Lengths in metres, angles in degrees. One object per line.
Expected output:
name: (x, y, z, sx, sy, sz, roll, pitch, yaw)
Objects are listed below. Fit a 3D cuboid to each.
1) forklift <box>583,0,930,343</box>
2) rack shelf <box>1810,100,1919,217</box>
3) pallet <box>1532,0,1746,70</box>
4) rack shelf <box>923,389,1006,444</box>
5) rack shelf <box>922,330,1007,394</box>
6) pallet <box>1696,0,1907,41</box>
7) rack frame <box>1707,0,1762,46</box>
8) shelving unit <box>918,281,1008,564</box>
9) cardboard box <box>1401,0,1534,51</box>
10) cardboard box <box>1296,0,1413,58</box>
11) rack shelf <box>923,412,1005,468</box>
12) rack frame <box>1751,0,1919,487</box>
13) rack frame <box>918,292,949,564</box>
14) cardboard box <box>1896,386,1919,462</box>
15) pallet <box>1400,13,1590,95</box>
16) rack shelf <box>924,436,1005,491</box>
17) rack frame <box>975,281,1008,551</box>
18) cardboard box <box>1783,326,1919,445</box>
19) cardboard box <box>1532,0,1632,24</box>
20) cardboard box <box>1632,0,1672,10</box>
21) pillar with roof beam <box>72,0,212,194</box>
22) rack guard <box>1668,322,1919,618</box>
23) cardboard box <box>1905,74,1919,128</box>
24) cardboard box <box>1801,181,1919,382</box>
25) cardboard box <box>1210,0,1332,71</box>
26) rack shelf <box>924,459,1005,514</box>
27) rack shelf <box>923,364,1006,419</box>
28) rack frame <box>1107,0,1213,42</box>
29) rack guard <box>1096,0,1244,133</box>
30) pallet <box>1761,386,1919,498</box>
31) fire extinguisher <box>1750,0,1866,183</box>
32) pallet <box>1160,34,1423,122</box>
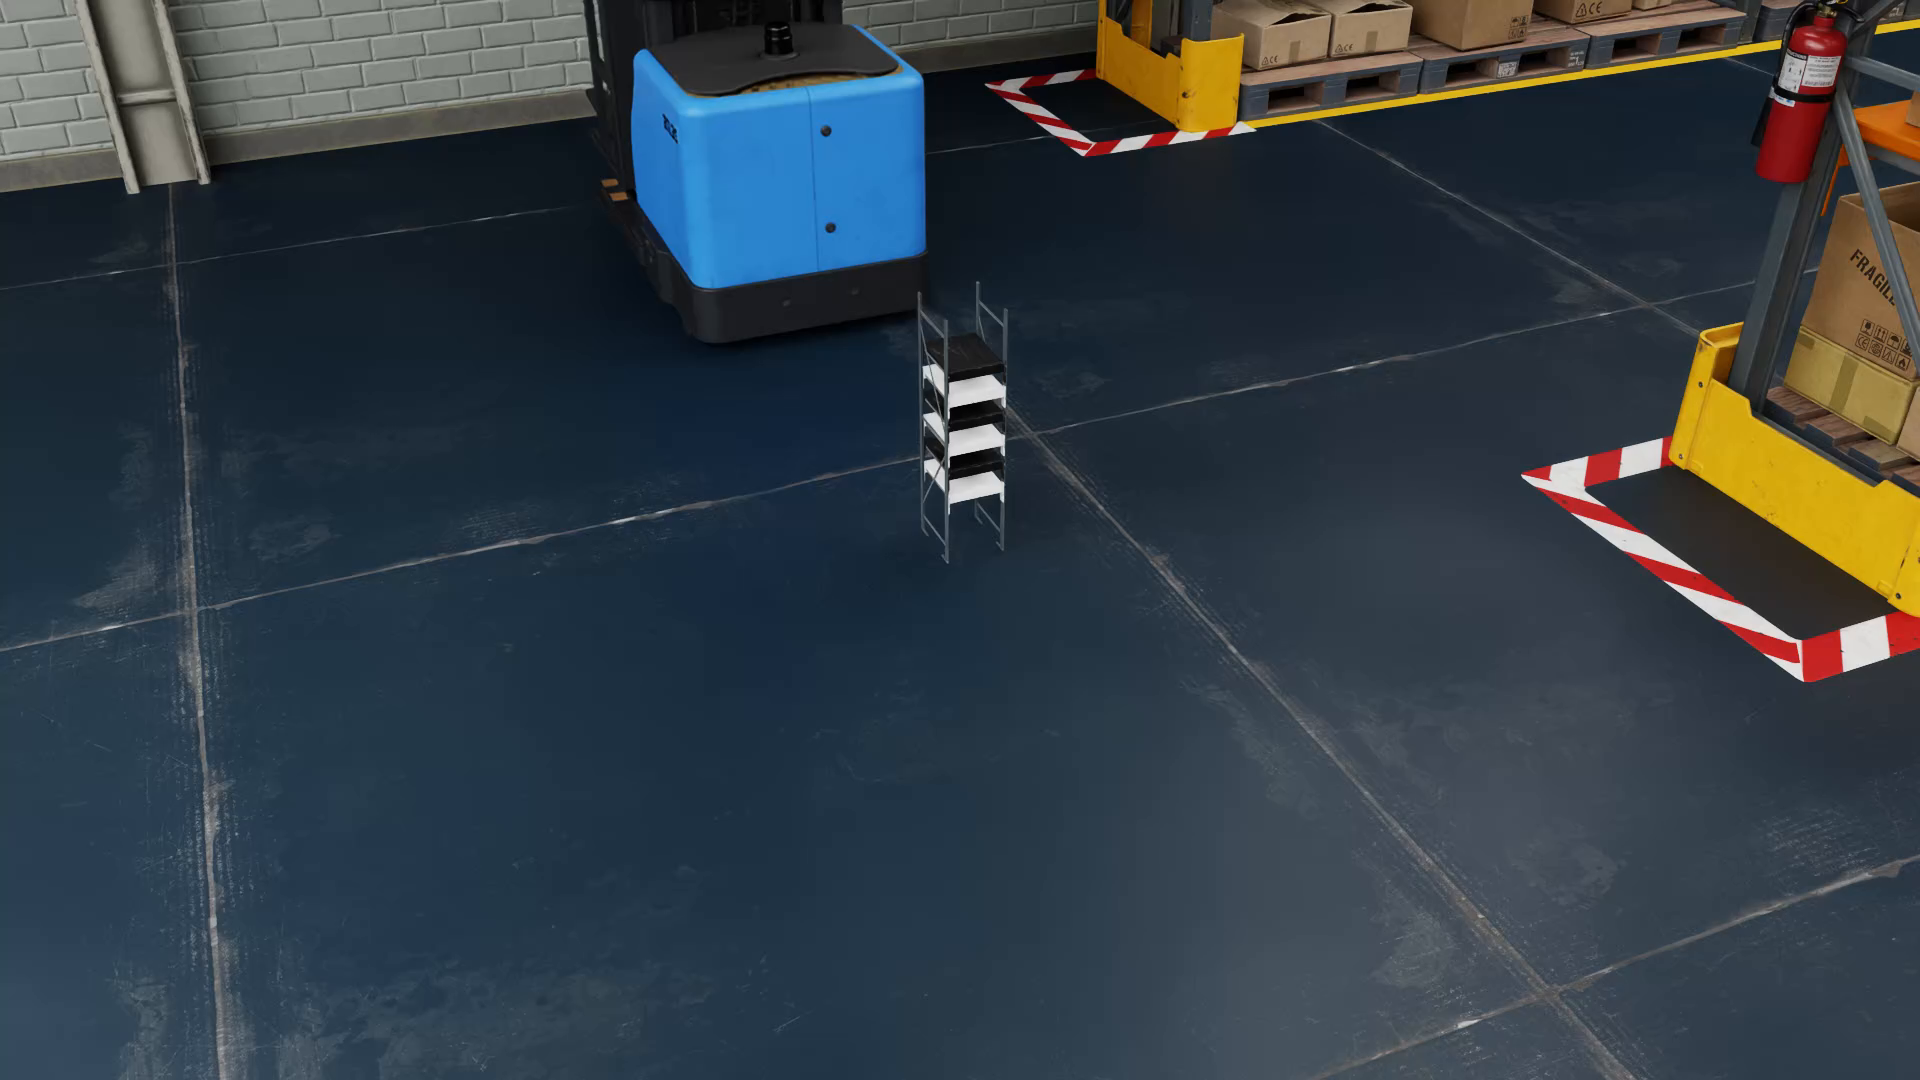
forklift: (-1.163, -2.833, 7.417, 1.130, 2.935, 3.031, -13, 35, -19)
rack shelf: (4.882, -1.449, 5.886, 4.000, 0.370, 1.077, -13, 35, -19)
pallet: (4.199, -3.335, 10.681, 1.213, 0.211, 1.003, -13, 35, -19)
rack shelf: (0.007, -0.426, 5.476, 0.200, 0.077, 0.258, -13, 35, -19)
rack shelf: (0.008, -0.577, 5.378, 0.200, 0.077, 0.258, -13, 35, -19)
pallet: (5.522, -3.659, 11.180, 1.213, 0.211, 1.003, -13, 35, -19)
rack frame: (4.805, -4.663, 10.166, 0.127, 3.000, 1.000, -13, 35, -19)
shelving unit: (0.007, -0.379, 5.507, 0.210, 0.900, 0.258, -13, 35, -19)
cardboard box: (3.011, -3.306, 9.969, 0.500, 0.500, 0.700, -15, 36, -22)
cardboard box: (2.315, -3.097, 9.821, 0.500, 0.311, 0.500, -10, 34, -15)
rack shelf: (0.007, -0.351, 5.525, 0.200, 0.077, 0.258, -13, 35, -19)
rack frame: (3.036, -1.330, 5.043, 0.053, 2.616, 0.949, -13, 35, -19)
rack frame: (-0.086, -0.357, 5.474, 0.006, 0.900, 0.240, -13, 35, -19)
cardboard box: (3.618, -0.353, 5.678, 0.500, 0.250, 0.500, -13, 35, -19)
pallet: (3.072, -3.075, 10.282, 1.213, 0.211, 1.003, -13, 35, -19)
rack shelf: (0.007, -0.276, 5.574, 0.200, 0.077, 0.258, -13, 35, -19)
rack frame: (0.101, -0.400, 5.540, 0.006, 0.900, 0.240, -13, 35, -19)
cardboard box: (3.418, -0.614, 6.079, 0.500, 0.250, 0.500, -13, 35, -19)
cardboard box: (3.863, -3.560, 10.360, 0.500, 0.500, 0.500, -16, 36, -22)
cardboard box: (4.323, -3.532, 10.622, 0.250, 0.166, 0.380, -18, 37, -25)
pillar with roof beam: (-2.439, -3.484, 2.854, 0.400, 9.000, 9.100, -13, 35, -19)
rack guard: (3.015, -0.275, 5.715, 0.348, 0.500, 1.175, -13, 35, -19)
cardboard box: (3.473, -1.462, 5.155, 0.500, 0.500, 0.700, -13, 35, -19)
cardboard box: (3.417, -0.929, 5.876, 0.500, 0.500, 0.500, -13, 35, -19)
cardboard box: (1.789, -2.977, 9.636, 0.500, 0.311, 0.500, -17, 37, -24)
rack shelf: (0.007, -0.200, 5.624, 0.200, 0.077, 0.258, -13, 35, -19)
rack shelf: (0.007, -0.502, 5.427, 0.200, 0.077, 0.258, -13, 35, -19)
rack frame: (1.116, -3.818, 8.868, 0.127, 3.000, 1.000, -13, 35, -19)
rack guard: (1.186, -2.787, 9.574, 0.348, 0.500, 1.175, -13, 35, -19)
pallet: (3.726, -0.342, 6.082, 1.213, 0.211, 1.003, -13, 35, -19)
fire extinguisher: (2.749, -1.504, 5.383, 0.183, 0.674, 0.296, -13, 35, -19)
pallet: (1.949, -2.819, 9.890, 1.213, 0.211, 1.003, -13, 35, -19)
